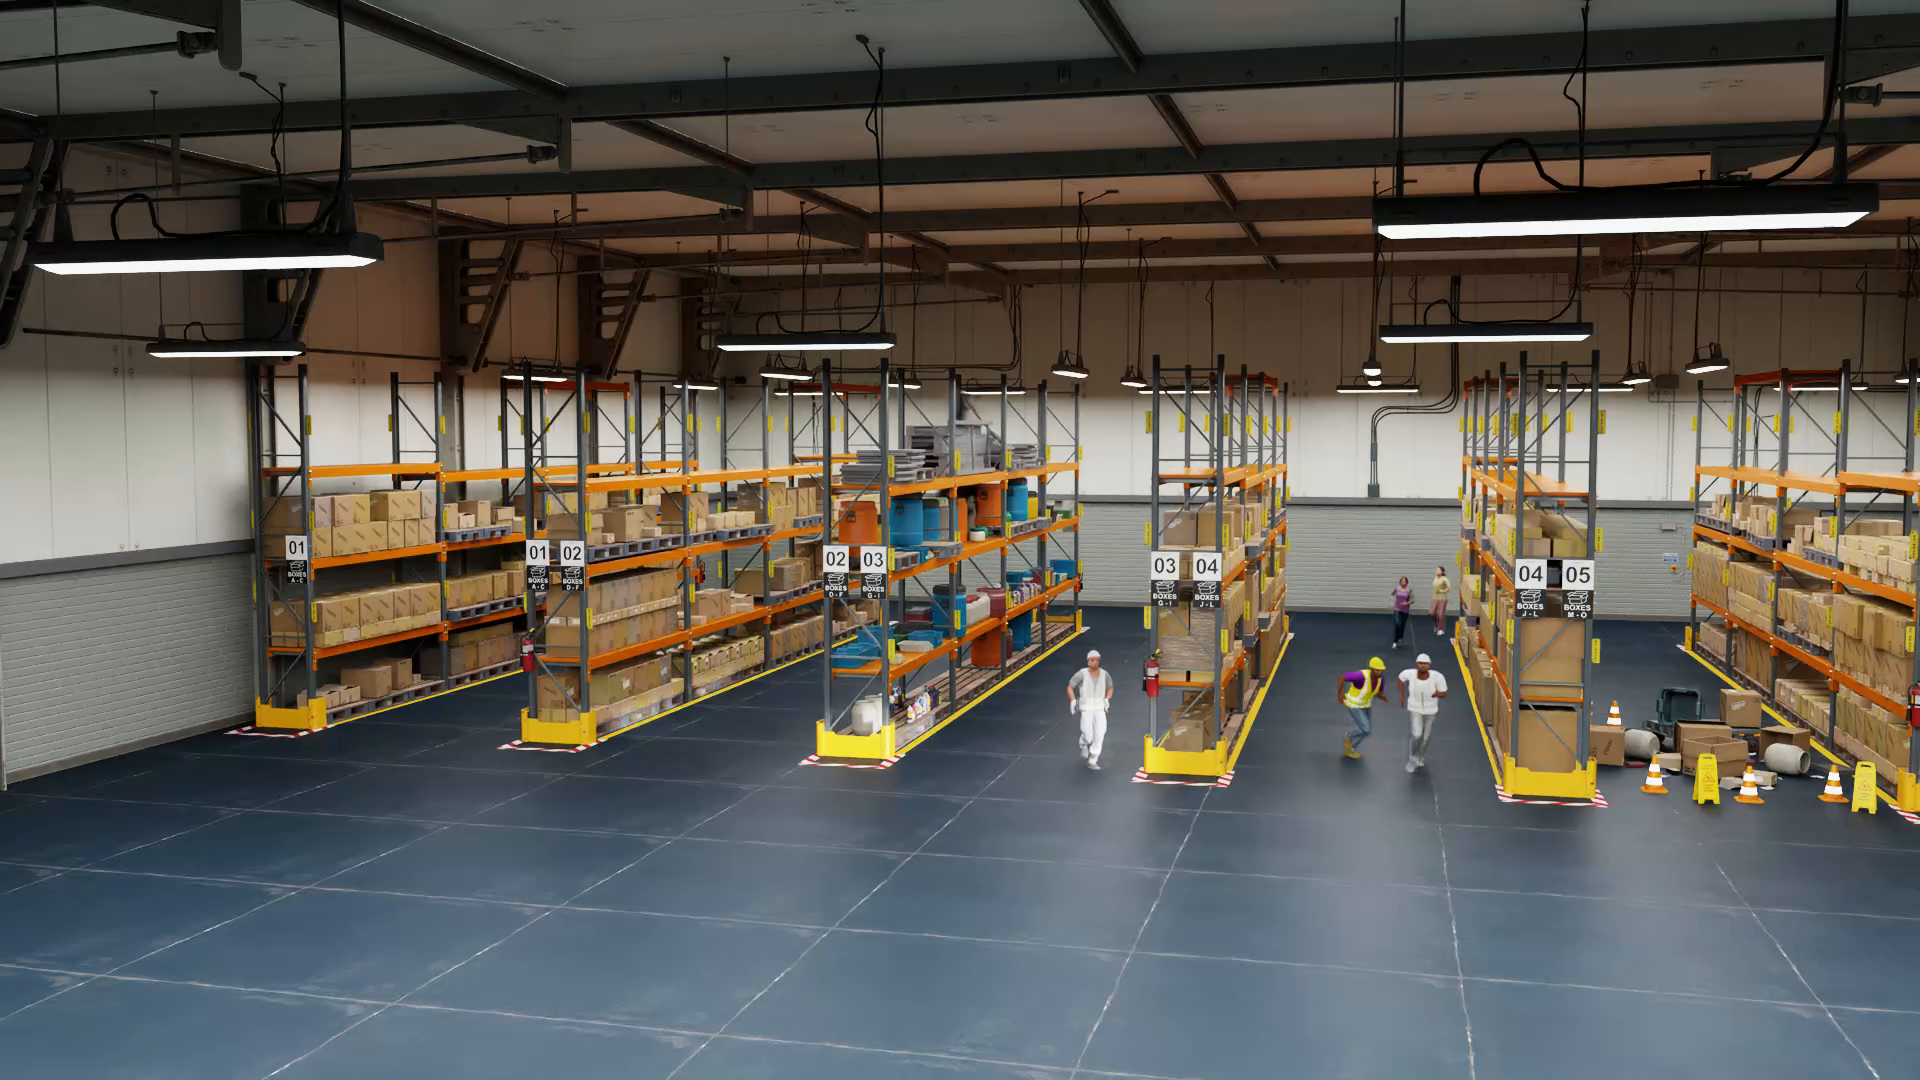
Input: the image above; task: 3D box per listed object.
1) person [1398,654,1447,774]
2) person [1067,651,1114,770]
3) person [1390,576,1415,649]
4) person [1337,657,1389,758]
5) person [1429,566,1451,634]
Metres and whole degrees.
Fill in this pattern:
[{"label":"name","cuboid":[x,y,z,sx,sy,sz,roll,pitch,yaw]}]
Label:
[{"label":"person","cuboid":[6.632,2.489,23.853,0.662,1.763,0.839,1,4,9]},{"label":"person","cuboid":[1.918,2.467,24.290,0.684,1.736,0.643,-1,4,-10]},{"label":"person","cuboid":[9.965,1.633,37.467,0.544,1.641,0.740,1,4,15]},{"label":"person","cuboid":[5.980,2.508,24.759,0.735,1.577,0.829,-2,5,-31]},{"label":"person","cuboid":[11.446,1.439,39.697,0.581,1.635,0.560,-3,5,-40]}]
